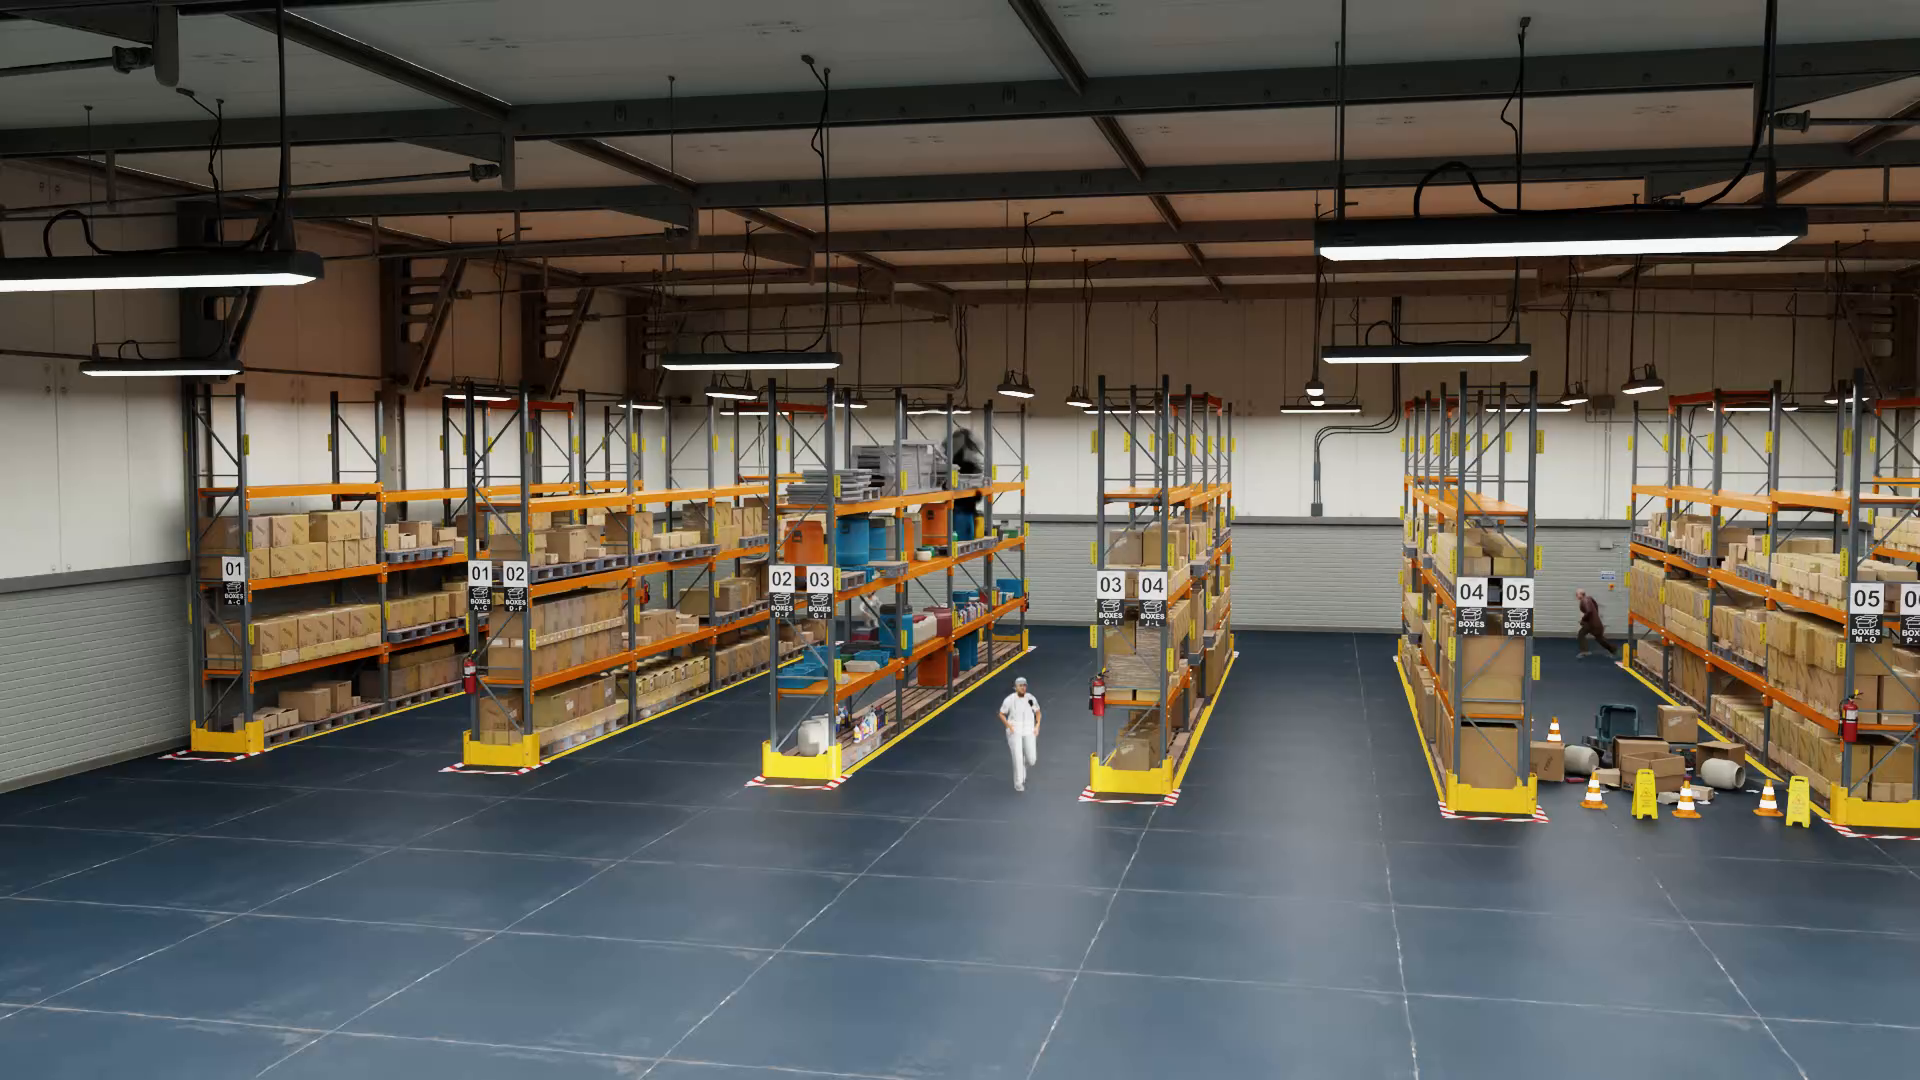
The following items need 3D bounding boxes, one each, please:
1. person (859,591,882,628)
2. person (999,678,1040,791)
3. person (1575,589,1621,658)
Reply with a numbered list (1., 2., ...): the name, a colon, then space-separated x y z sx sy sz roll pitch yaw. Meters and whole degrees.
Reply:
1. person: -2.144 1.926 40.052 0.557 1.595 0.600 0 3 -7
2. person: 0.879 2.804 24.214 0.630 1.624 0.580 -1 3 -13
3. person: 14.914 1.971 38.872 1.022 1.652 0.705 1 4 22
